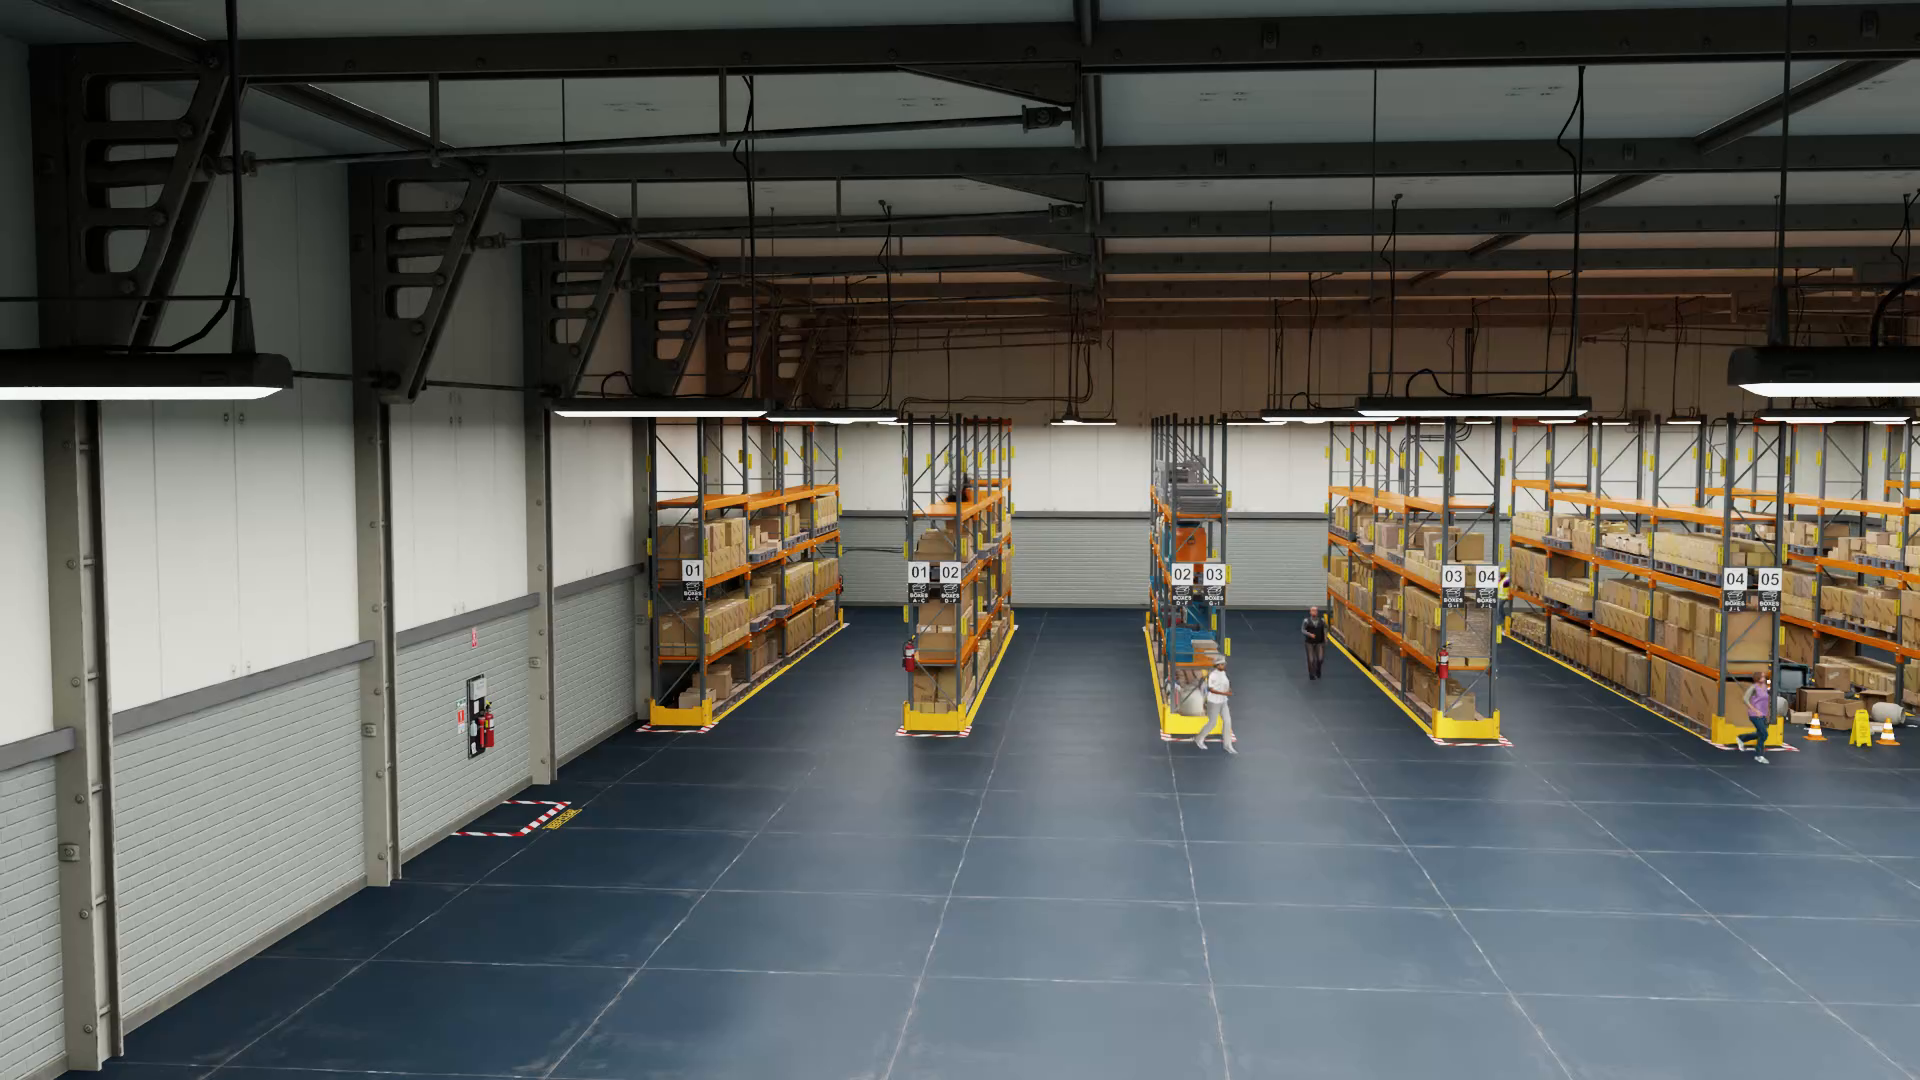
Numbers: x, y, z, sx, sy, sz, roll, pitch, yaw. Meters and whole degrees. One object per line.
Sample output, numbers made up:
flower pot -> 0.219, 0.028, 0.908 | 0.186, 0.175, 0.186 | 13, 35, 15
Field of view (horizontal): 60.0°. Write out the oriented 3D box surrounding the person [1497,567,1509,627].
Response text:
person -> 15.362, 1.662, 47.138 | 0.870, 1.783, 0.752 | -1, 4, -16

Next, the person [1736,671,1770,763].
person -> 13.688, 3.024, 28.697 | 0.570, 1.576, 0.647 | -3, 5, -35

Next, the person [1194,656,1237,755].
person -> 4.538, 2.904, 29.401 | 0.804, 1.736, 0.594 | 3, 5, 41

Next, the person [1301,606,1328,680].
person -> 8.034, 2.347, 37.600 | 0.645, 1.679, 0.592 | 0, 4, 3
